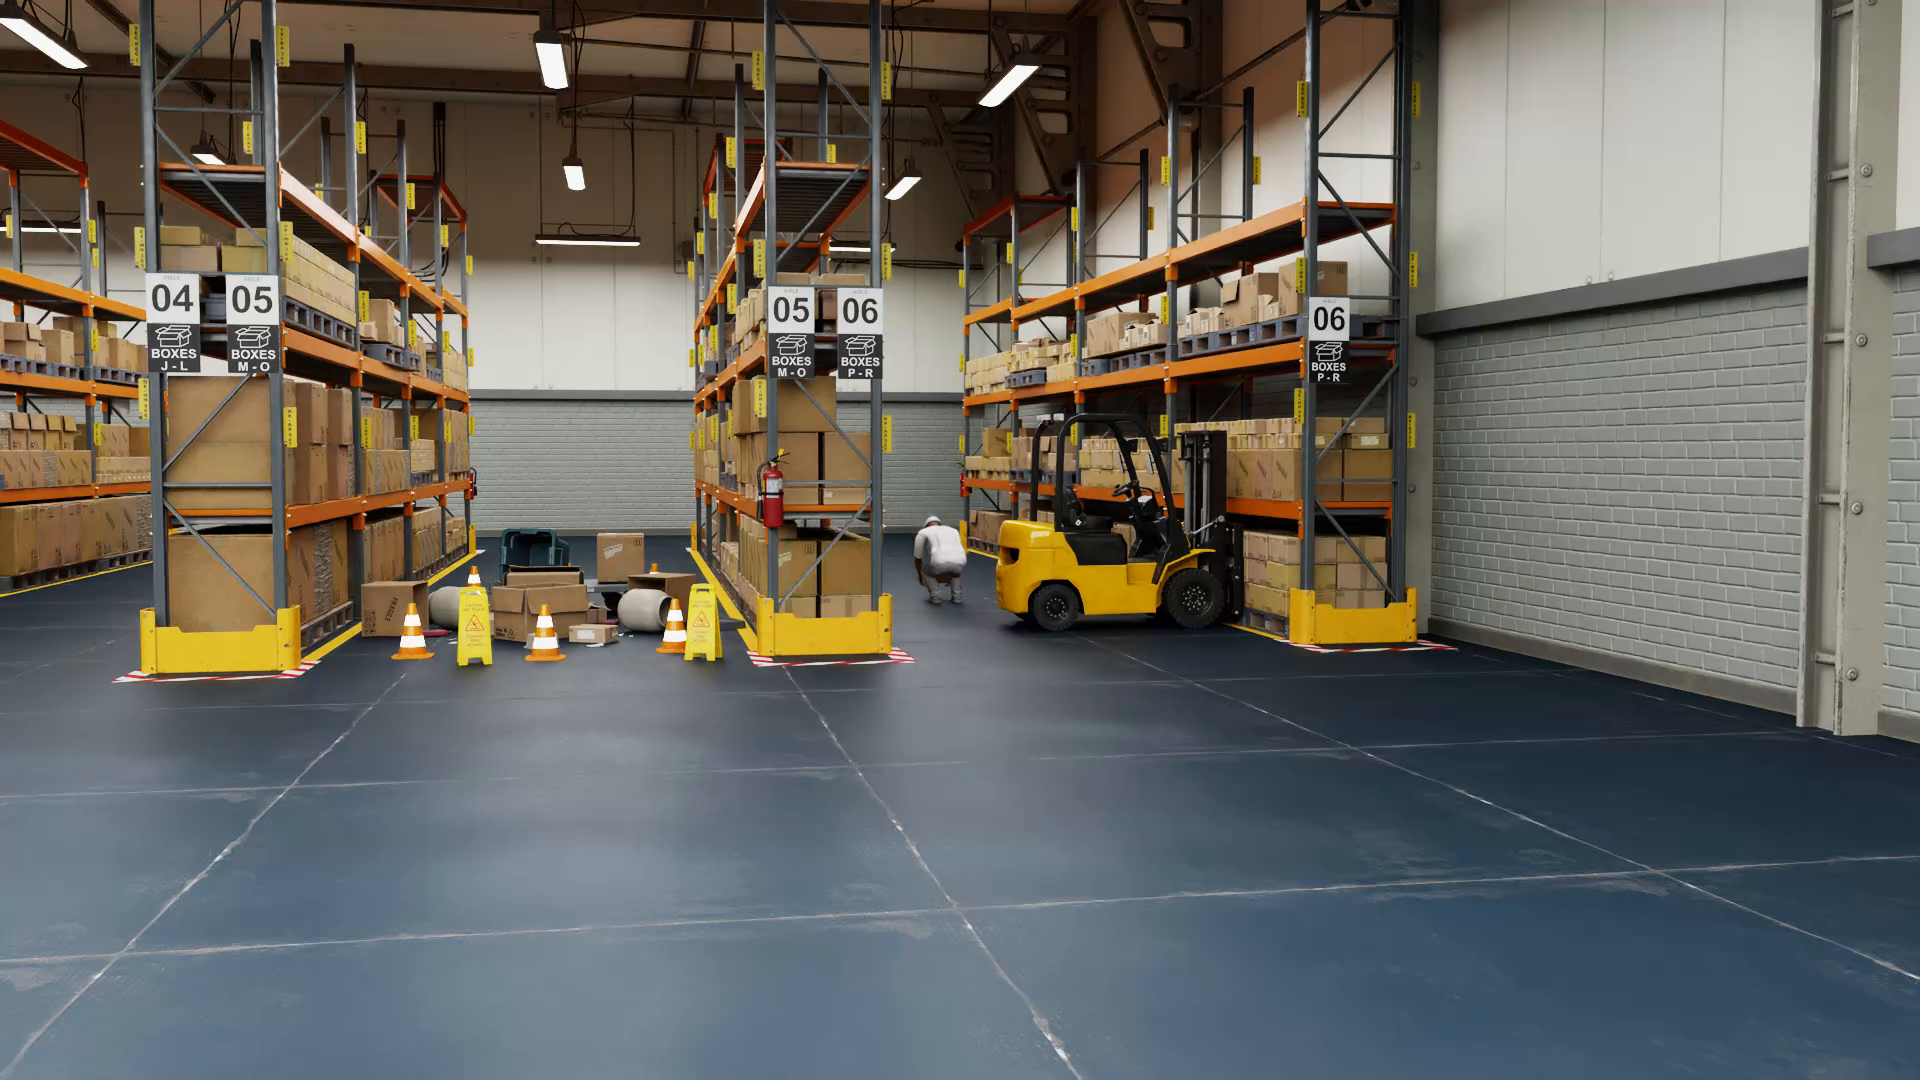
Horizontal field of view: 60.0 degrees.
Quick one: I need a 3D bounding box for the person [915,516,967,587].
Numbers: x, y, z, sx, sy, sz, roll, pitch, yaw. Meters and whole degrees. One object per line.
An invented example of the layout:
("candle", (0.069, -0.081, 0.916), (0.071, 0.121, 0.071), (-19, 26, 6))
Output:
("person", (-0.237, 0.162, 19.760), (0.569, 0.869, 0.897), (-1, 3, -12))
